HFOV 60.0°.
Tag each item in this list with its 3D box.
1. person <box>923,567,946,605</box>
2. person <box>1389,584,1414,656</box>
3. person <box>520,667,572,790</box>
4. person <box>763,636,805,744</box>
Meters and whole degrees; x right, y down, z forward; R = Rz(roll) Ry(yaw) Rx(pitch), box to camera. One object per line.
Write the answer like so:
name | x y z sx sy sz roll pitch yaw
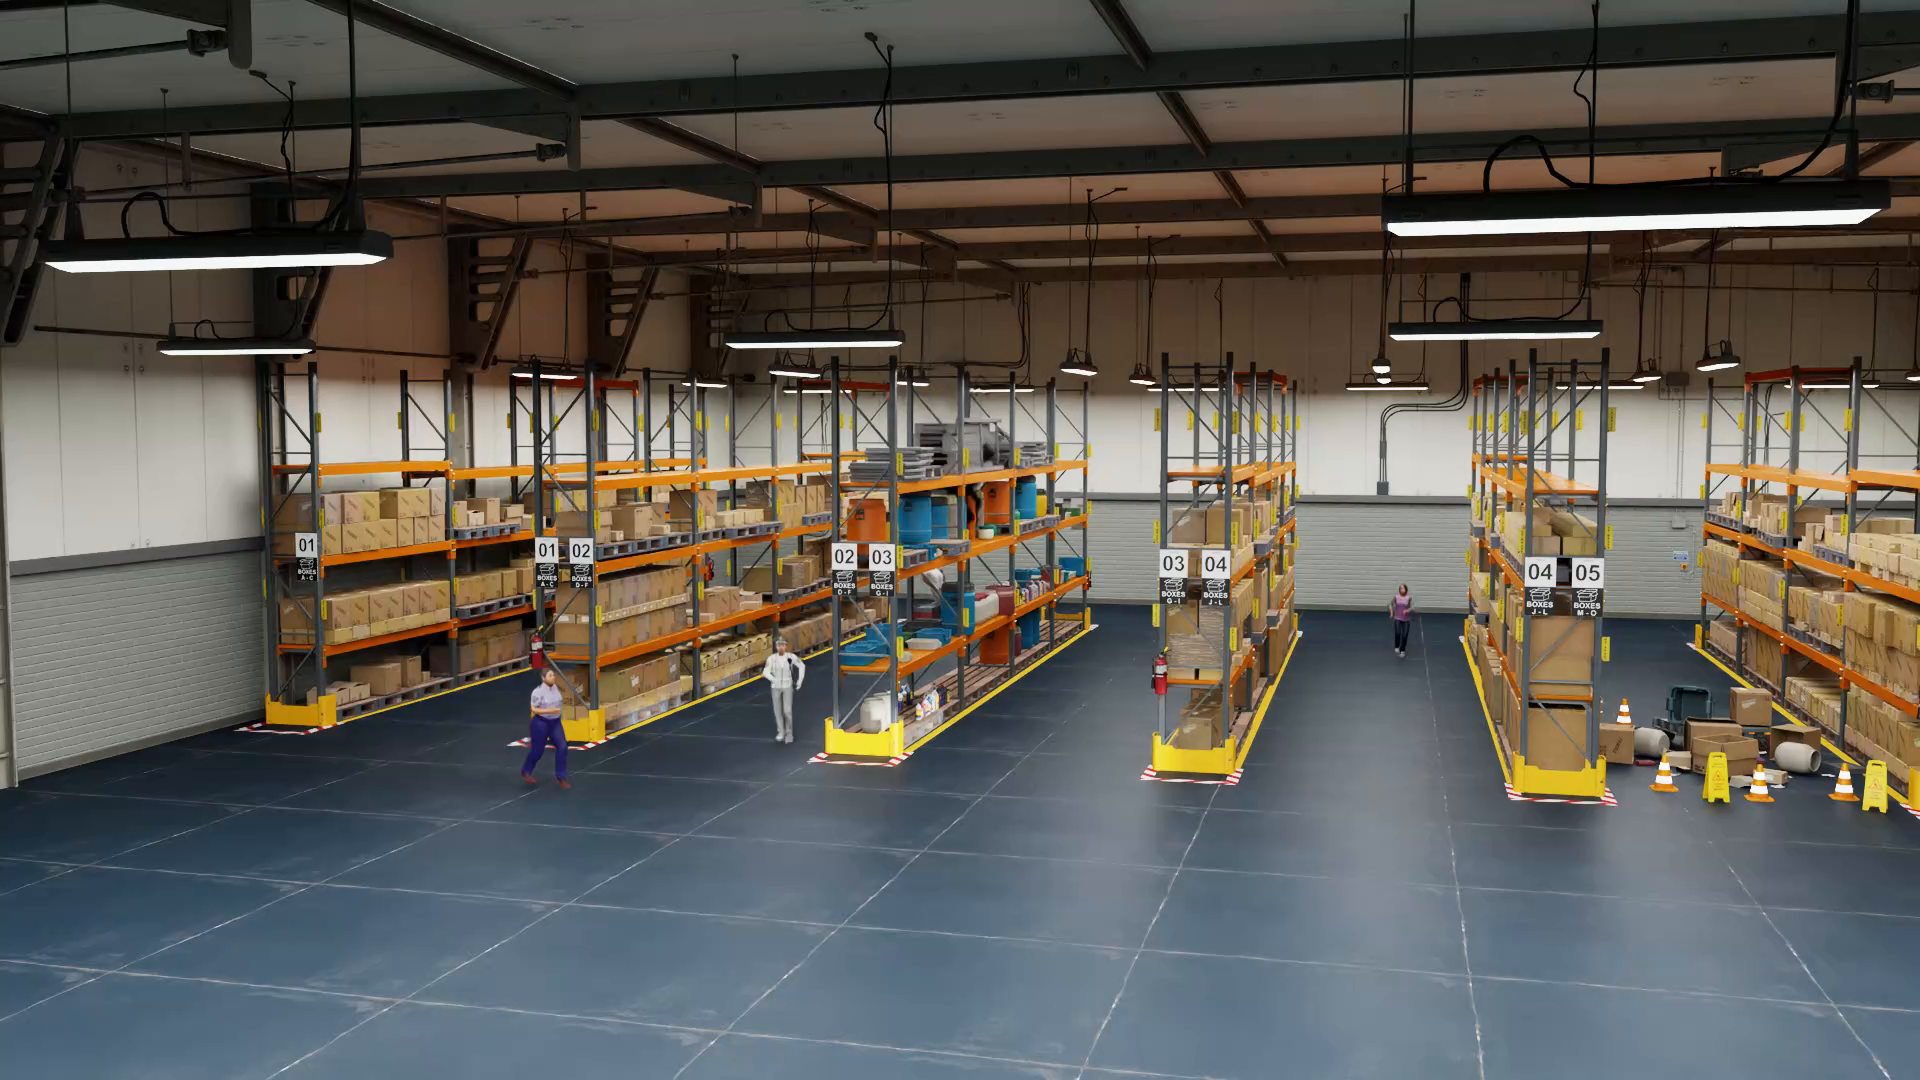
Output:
person | -0.640 1.225 42.199 0.836 1.642 0.629 4 6 44
person | 9.403 1.714 35.412 0.519 1.567 0.624 1 4 13
person | -5.683 2.588 22.815 0.808 1.699 0.564 3 5 35
person | -2.760 2.345 25.983 0.641 1.709 0.654 0 4 -1
